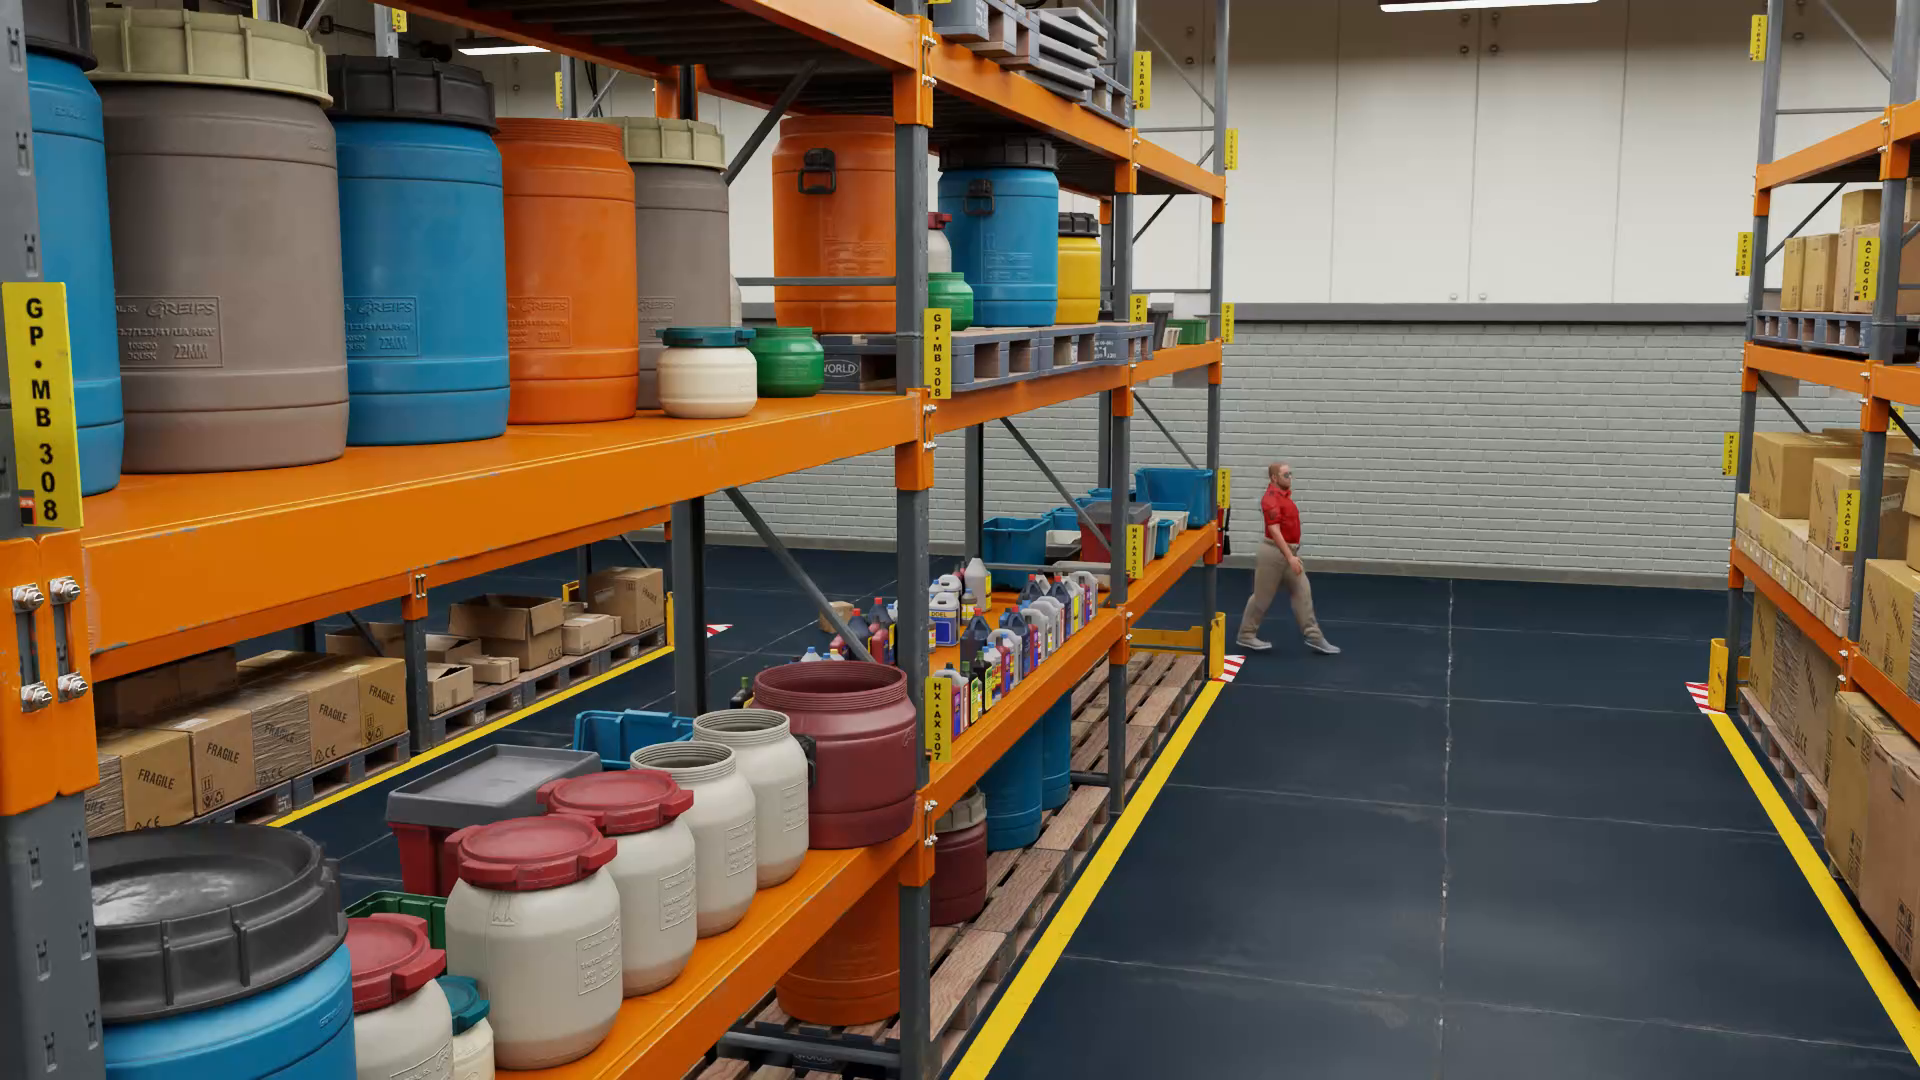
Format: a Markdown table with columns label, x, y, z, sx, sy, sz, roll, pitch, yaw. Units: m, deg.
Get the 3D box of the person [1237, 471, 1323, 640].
| label | x | y | z | sx | sy | sz | roll | pitch | yaw |
| --- | --- | --- | --- | --- | --- | --- | --- | --- | --- |
| person | 2.855 | 0.144 | 14.788 | 0.725 | 1.519 | 0.439 | 4 | 9 | 27 |
